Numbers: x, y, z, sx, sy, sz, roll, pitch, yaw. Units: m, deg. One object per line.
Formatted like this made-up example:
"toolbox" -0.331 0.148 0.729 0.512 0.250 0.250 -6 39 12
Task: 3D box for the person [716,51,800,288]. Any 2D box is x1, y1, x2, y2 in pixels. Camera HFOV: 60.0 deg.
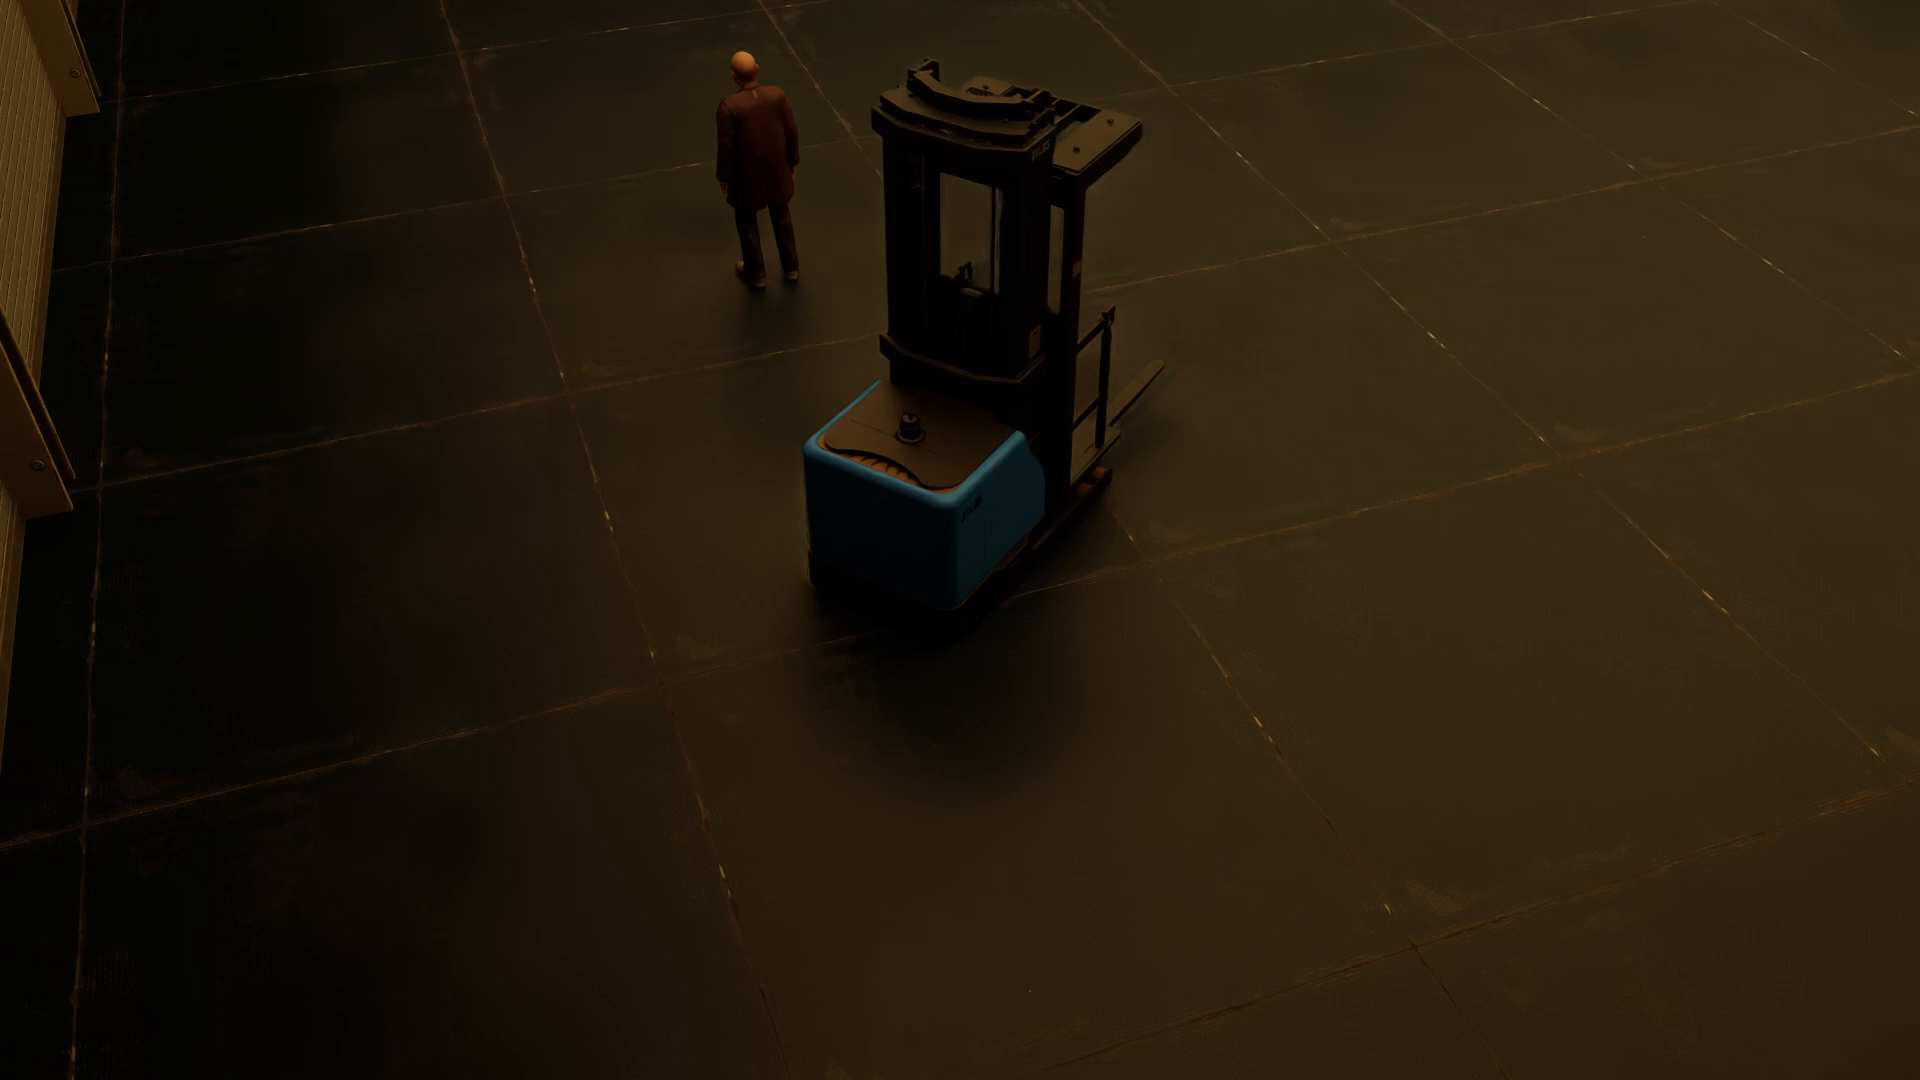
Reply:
"person" -1.471 -2.687 12.098 0.642 1.772 0.435 -17 43 -20

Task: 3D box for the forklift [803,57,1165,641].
"forklift" 0.315 -1.466 9.743 1.130 2.935 3.031 22 45 24
